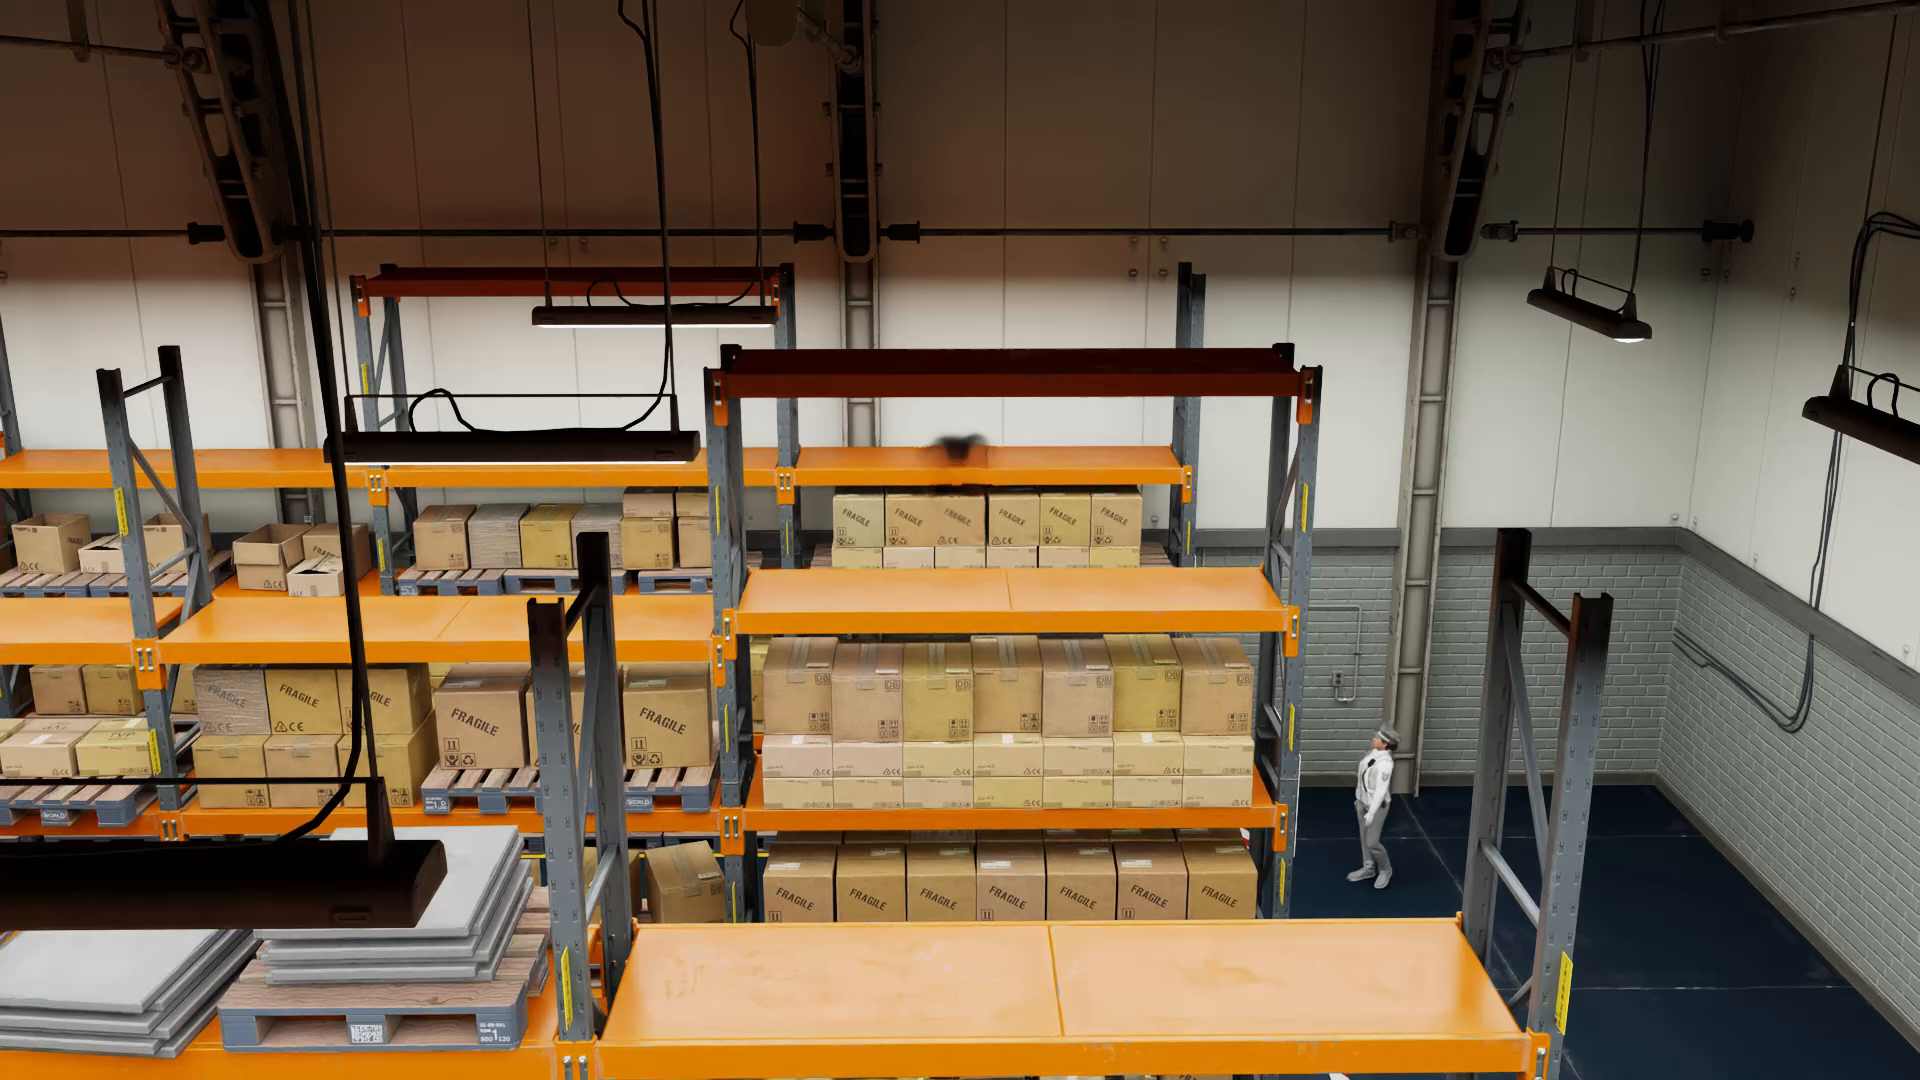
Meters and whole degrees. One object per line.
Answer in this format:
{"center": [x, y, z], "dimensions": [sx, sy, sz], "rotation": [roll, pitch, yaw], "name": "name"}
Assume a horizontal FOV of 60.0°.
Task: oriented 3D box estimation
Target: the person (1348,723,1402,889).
{"center": [4.122, 2.623, 16.545], "dimensions": [0.445, 1.702, 0.533], "rotation": [-6, 17, -20], "name": "person"}
